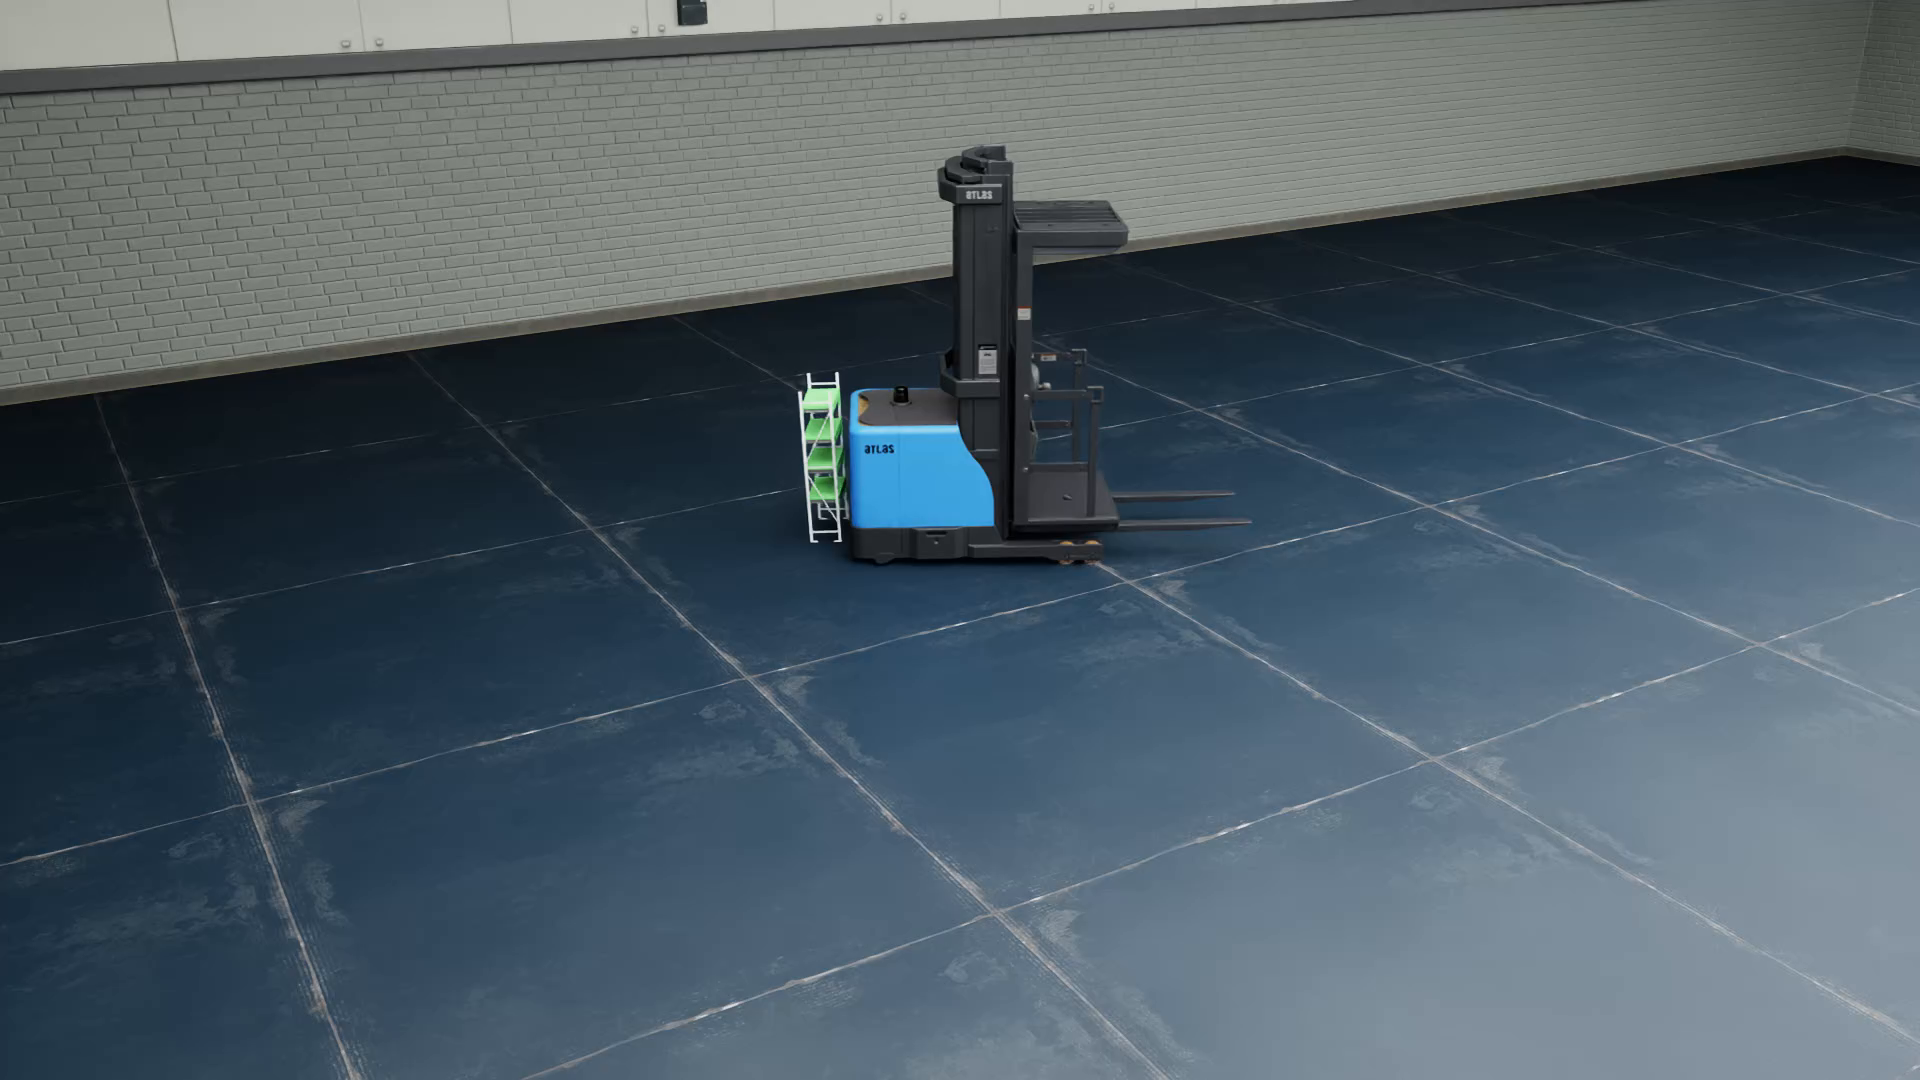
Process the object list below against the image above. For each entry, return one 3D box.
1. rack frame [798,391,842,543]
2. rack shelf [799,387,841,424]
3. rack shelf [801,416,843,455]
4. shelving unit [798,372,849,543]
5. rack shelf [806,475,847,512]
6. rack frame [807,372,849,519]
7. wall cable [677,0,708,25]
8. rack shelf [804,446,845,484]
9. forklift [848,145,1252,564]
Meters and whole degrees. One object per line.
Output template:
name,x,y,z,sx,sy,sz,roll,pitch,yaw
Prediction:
rack frame,-1.052,-0.542,12.536,0.240,1.200,0.015,-1,22,3
rack shelf,-1.058,-1.019,12.607,0.258,0.148,0.480,-1,22,3
rack shelf,-1.048,-0.797,12.696,0.258,0.148,0.480,-1,22,3
shelving unit,-1.041,-0.633,12.762,0.258,1.200,0.503,-1,22,3
rack shelf,-1.029,-0.352,12.876,0.258,0.148,0.480,-1,22,3
rack frame,-1.030,-0.725,12.988,0.240,1.200,0.015,-1,22,3
wall cable,-2.056,-8.617,17.545,2.305,6.003,0.169,-13,25,-28
rack shelf,-1.038,-0.574,12.786,0.258,0.148,0.480,-1,22,3
forklift,0.675,-1.378,12.308,3.031,2.935,1.130,-1,22,-3
